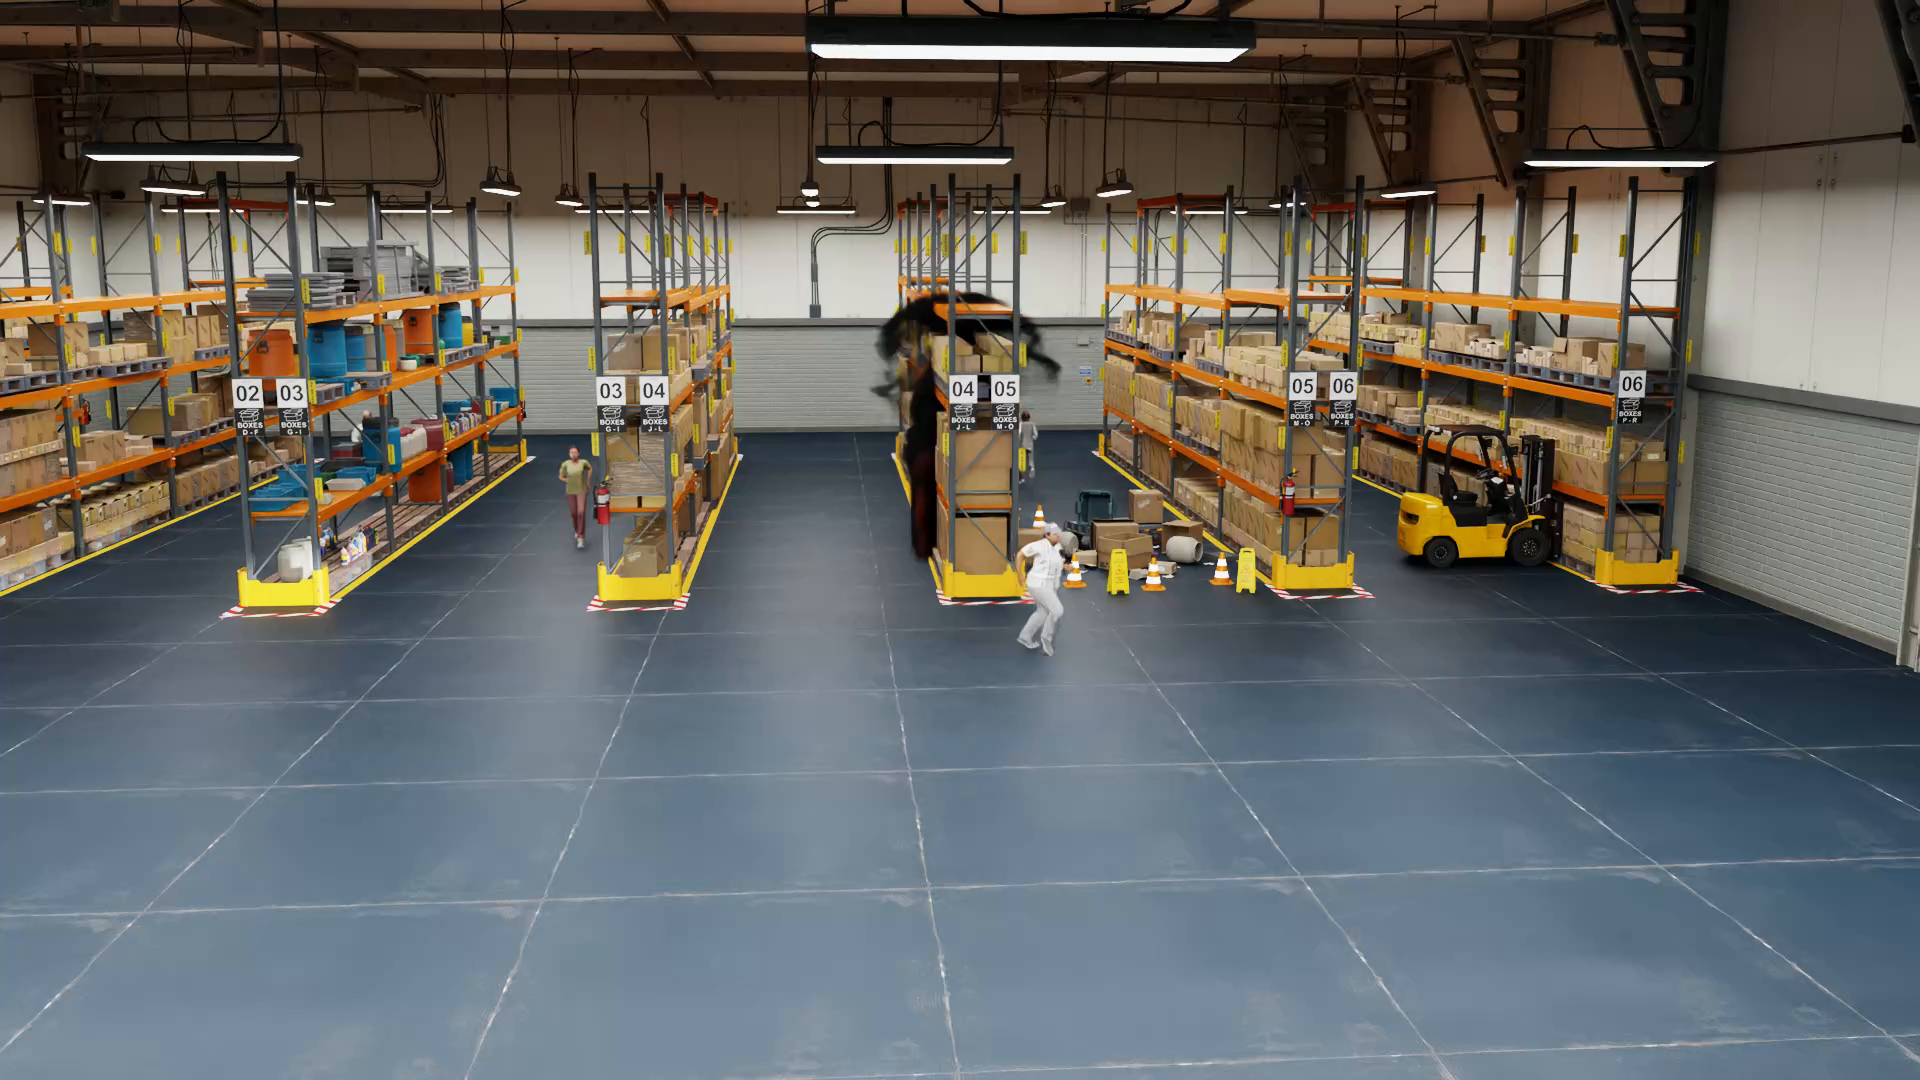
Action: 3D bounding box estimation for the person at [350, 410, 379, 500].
[{"bbox_3d":[-11.821,-1.704,33.288,0.665,1.808,0.878,-1,10,-7],"label":"person"}]

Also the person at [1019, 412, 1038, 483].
[{"bbox_3d":[1.394,-1.913,35.163,0.527,1.577,0.906,-1,10,-8],"label":"person"}]

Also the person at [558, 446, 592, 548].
[{"bbox_3d":[-6.516,-0.772,28.196,0.538,1.679,0.942,-1,10,-5],"label":"person"}]

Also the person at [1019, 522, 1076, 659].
[{"bbox_3d":[1.059,0.610,20.542,0.808,1.695,0.617,8,13,39],"label":"person"}]
